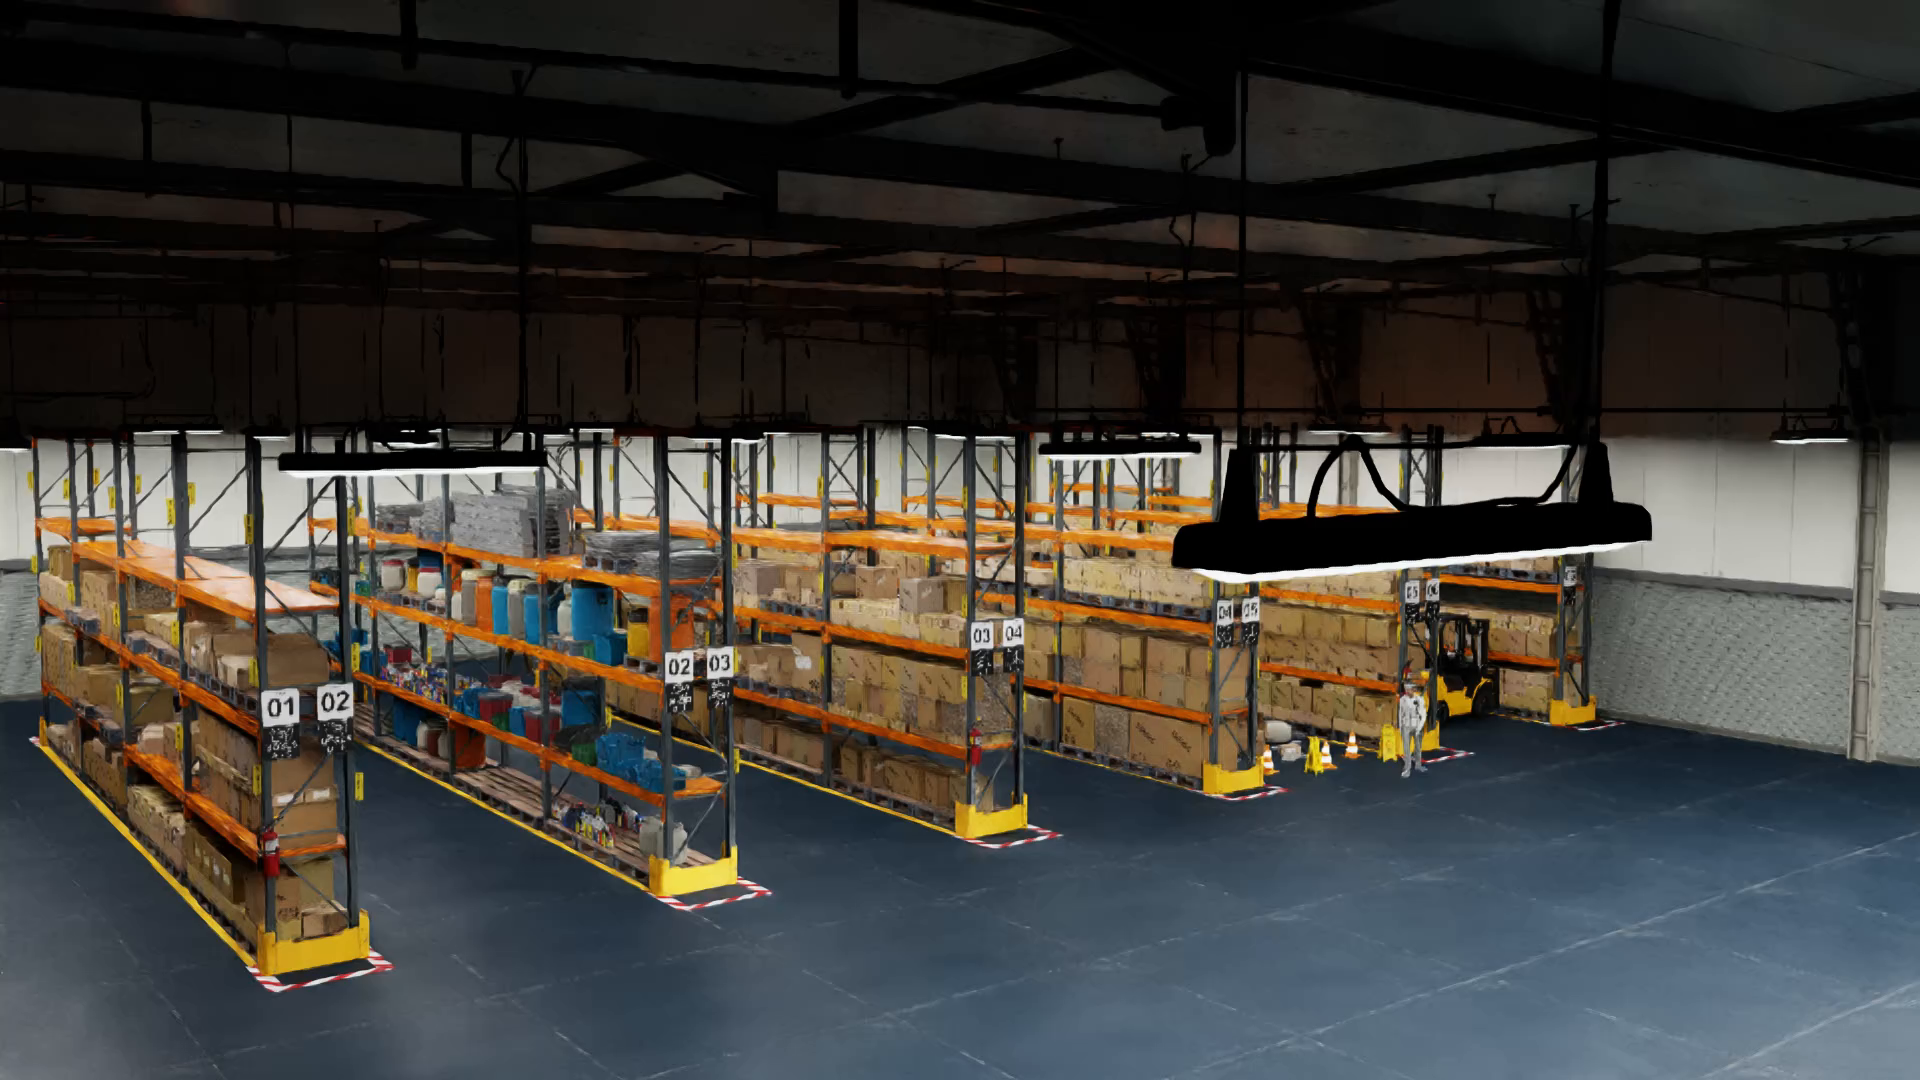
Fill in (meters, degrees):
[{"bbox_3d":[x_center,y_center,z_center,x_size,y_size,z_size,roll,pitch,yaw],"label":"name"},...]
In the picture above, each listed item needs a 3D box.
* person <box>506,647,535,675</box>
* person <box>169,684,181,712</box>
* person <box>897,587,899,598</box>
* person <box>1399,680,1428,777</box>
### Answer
[{"bbox_3d":[-10.520,2.418,39.607,1.032,1.629,0.631,3,5,30],"label":"person"},{"bbox_3d":[-14.993,3.057,31.686,0.625,1.596,0.517,-4,6,-39],"label":"person"},{"bbox_3d":[-1.631,2.021,44.478,0.515,1.663,0.556,2,5,19],"label":"person"},{"bbox_3d":[7.849,3.242,28.823,0.496,1.658,0.672,2,5,26],"label":"person"}]
